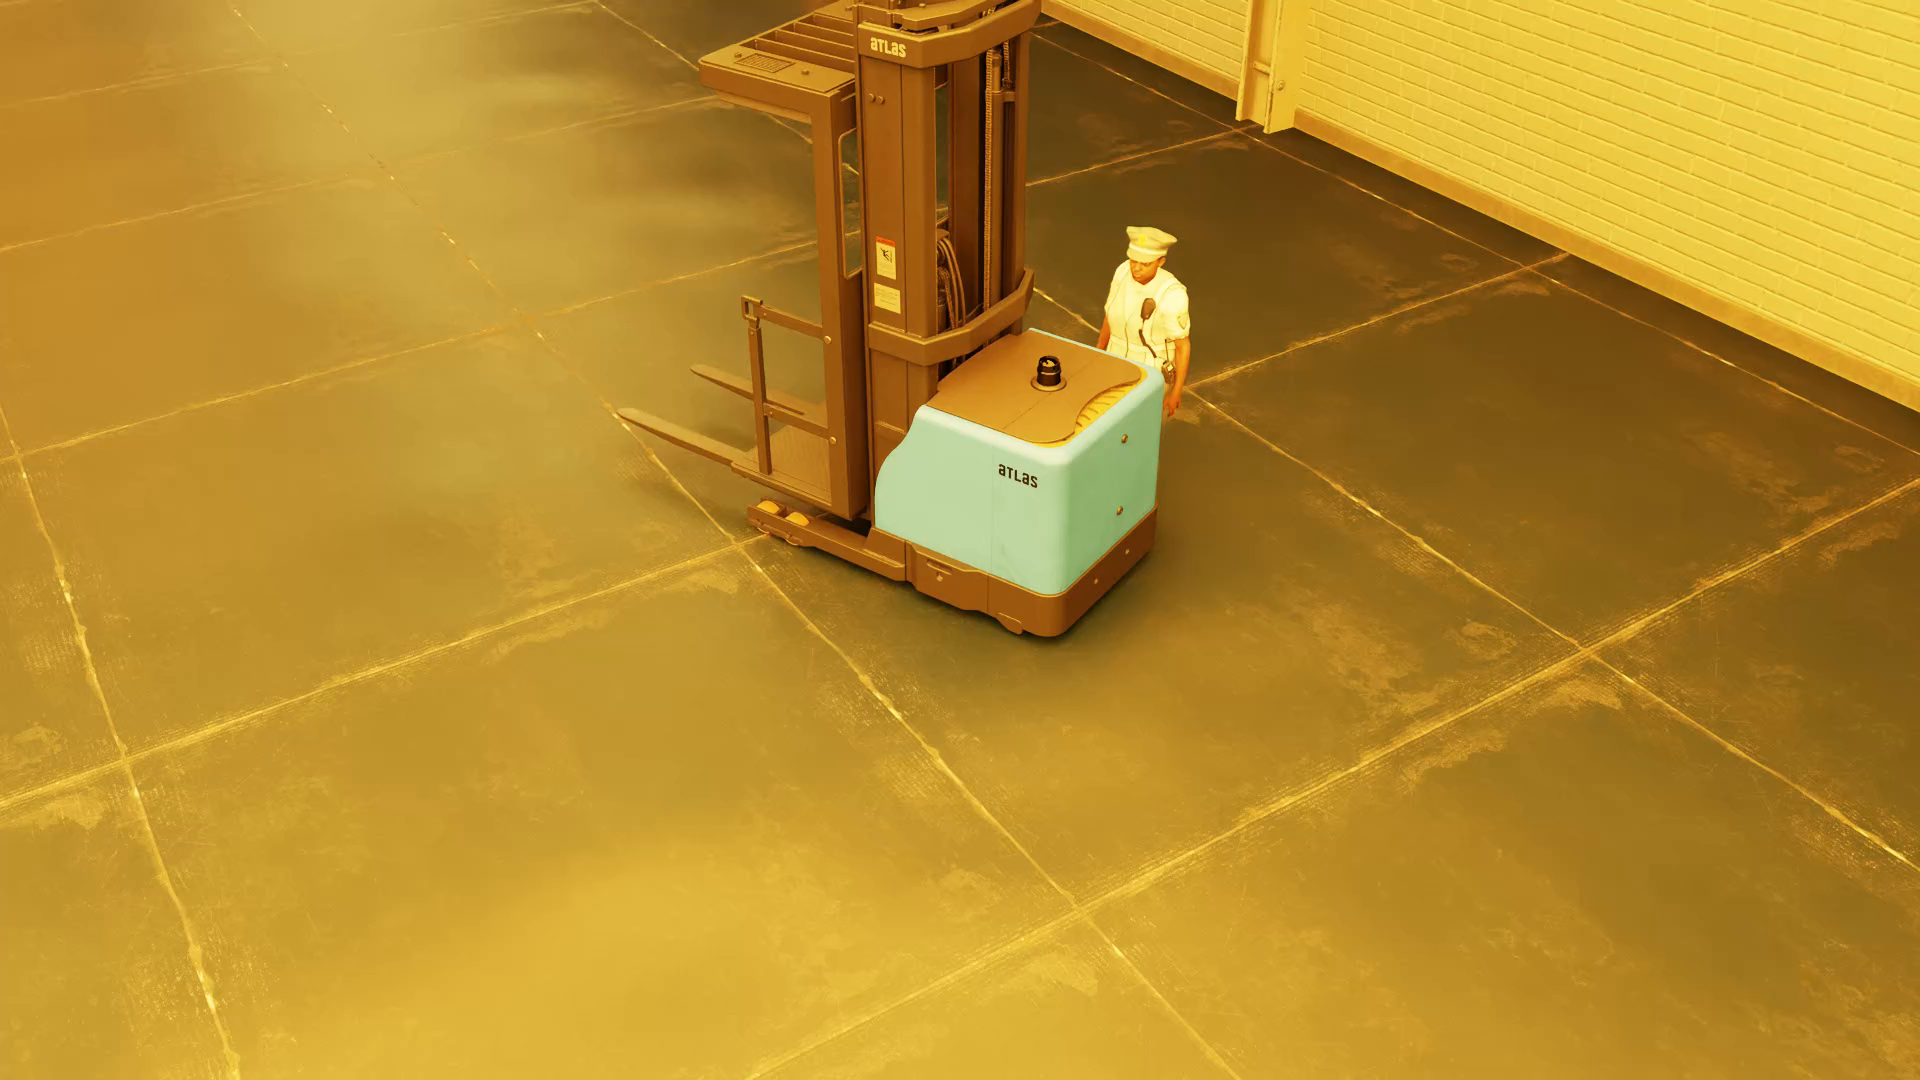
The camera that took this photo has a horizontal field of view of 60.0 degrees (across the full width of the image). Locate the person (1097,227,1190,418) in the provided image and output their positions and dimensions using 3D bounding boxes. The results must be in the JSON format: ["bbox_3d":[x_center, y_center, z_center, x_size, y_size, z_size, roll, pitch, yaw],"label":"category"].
[{"bbox_3d":[0.810,-0.794,8.353,0.571,1.680,0.567,28,44,34],"label":"person"}]

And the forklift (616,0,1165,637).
[{"bbox_3d":[-0.500,-1.399,8.138,3.031,2.935,1.130,22,41,28],"label":"forklift"}]
